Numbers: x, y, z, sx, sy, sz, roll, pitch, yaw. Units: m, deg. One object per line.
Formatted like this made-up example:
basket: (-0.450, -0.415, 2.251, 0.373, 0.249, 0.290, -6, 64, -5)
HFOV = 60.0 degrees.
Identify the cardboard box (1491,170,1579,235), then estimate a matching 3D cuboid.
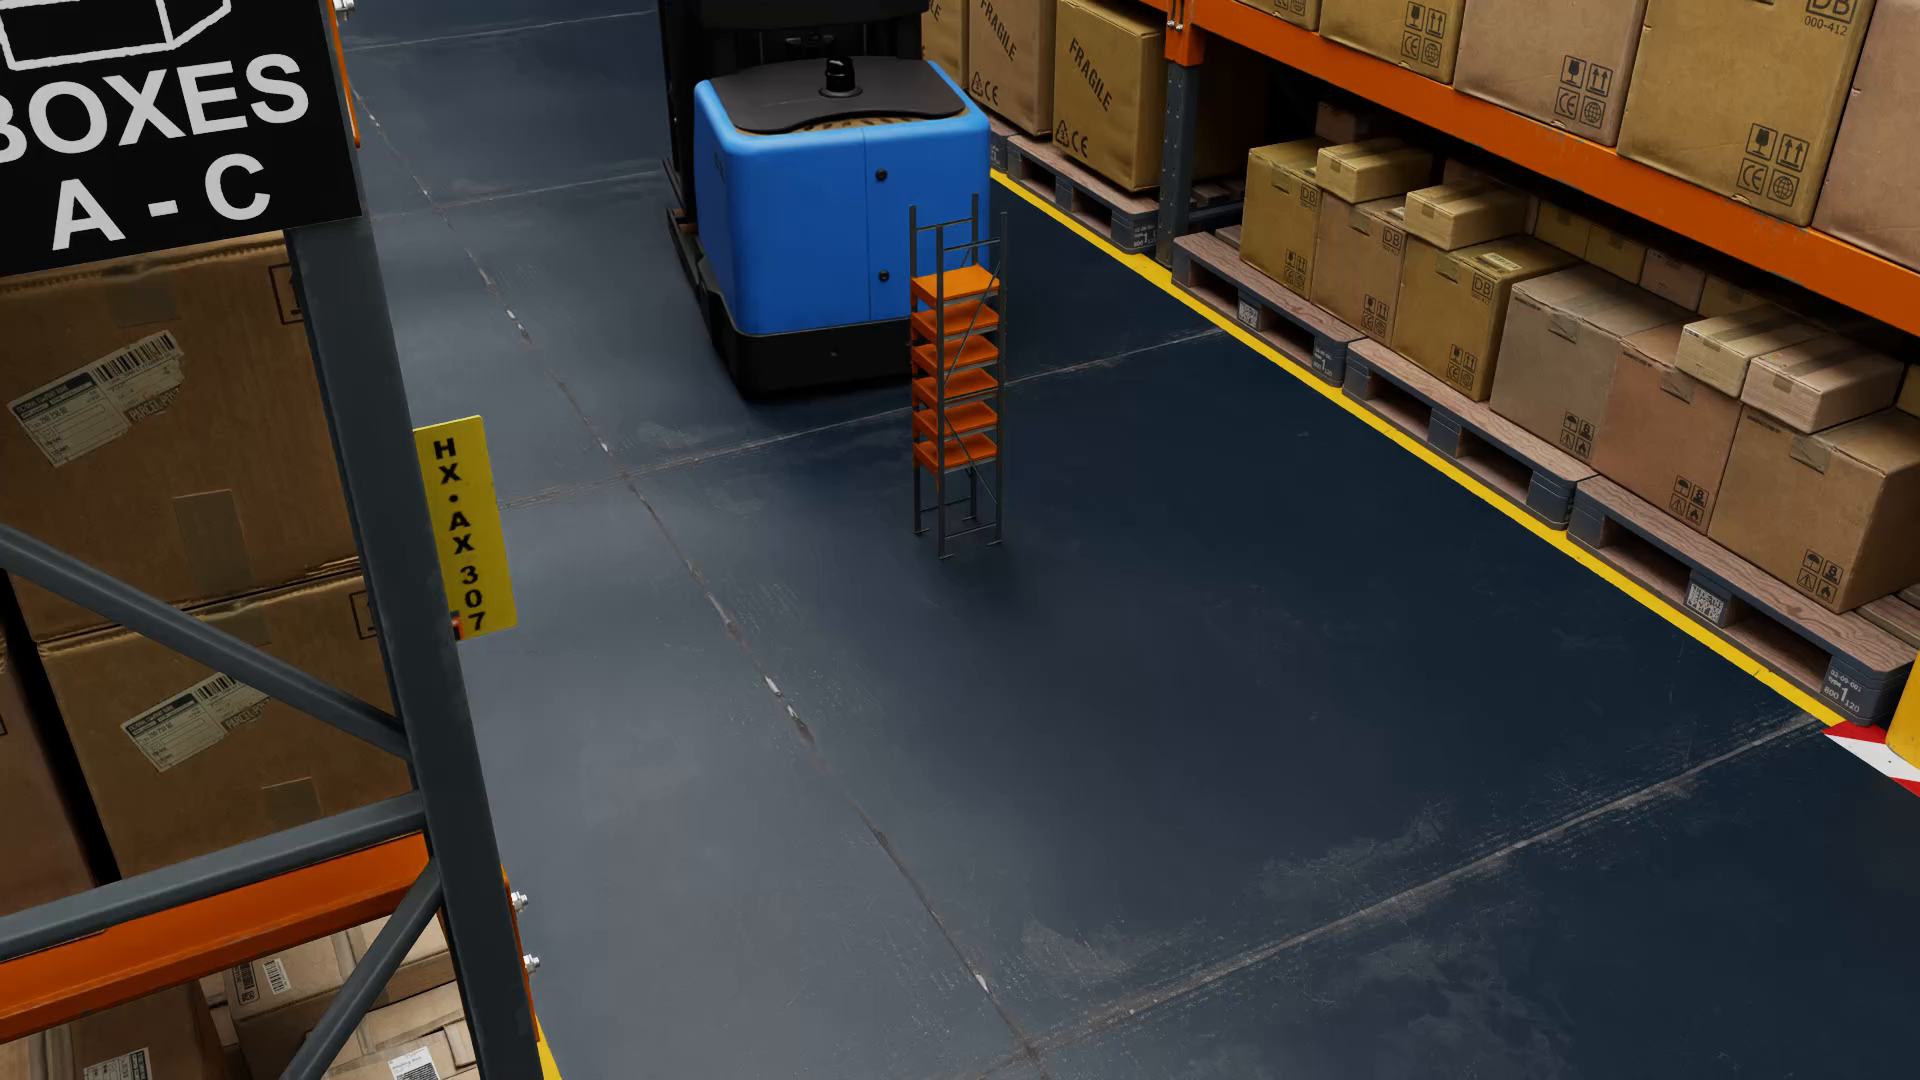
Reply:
cardboard box: (2.237, -1.301, 6.327, 0.380, 0.149, 0.250, -15, 36, -23)

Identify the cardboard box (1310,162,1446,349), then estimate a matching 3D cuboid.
cardboard box: (1.872, -1.166, 6.717, 0.700, 0.500, 0.500, -16, 36, -24)

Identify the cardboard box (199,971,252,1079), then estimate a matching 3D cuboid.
cardboard box: (-1.713, 1.086, 3.492, 0.380, 0.166, 0.250, -16, 36, -23)

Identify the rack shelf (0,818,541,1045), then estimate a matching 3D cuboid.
rack shelf: (-2.065, -0.159, 3.885, 1.077, 0.370, 4.000, -16, 36, -23)

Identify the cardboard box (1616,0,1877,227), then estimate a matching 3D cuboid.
cardboard box: (2.652, -1.467, 4.981, 0.980, 0.700, 0.700, -16, 36, -23)

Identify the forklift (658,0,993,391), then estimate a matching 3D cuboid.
forklift: (-0.771, -2.605, 7.099, 1.130, 2.935, 3.031, -9, 34, -14)

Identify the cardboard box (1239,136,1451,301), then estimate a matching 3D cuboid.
cardboard box: (1.641, -1.406, 7.092, 0.700, 0.500, 0.500, -15, 36, -23)

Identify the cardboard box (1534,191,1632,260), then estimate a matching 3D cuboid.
cardboard box: (2.358, -1.178, 6.135, 0.380, 0.149, 0.250, -17, 36, -24)

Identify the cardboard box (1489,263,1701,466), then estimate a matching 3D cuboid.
cardboard box: (2.365, -0.667, 5.939, 0.700, 0.500, 0.500, -17, 36, -25)

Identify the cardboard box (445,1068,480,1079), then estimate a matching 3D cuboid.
cardboard box: (-1.024, 1.221, 3.298, 0.380, 0.149, 0.250, -16, 36, -23)

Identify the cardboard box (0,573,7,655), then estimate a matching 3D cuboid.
cardboard box: (-1.583, -0.114, 2.128, 0.500, 0.500, 0.500, -16, 36, -24)

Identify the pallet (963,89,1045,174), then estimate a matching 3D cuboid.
pallet: (0.384, -2.423, 9.336, 1.003, 0.211, 1.213, -16, 36, -23)

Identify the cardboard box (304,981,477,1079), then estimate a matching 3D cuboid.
cardboard box: (-1.140, 1.094, 3.480, 0.380, 0.166, 0.250, -16, 36, -23)

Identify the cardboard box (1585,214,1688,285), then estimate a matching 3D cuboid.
cardboard box: (2.476, -1.057, 5.946, 0.380, 0.149, 0.250, -15, 36, -23)

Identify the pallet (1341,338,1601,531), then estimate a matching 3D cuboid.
pallet: (2.241, -0.525, 6.374, 1.003, 0.211, 1.213, -16, 36, -23)

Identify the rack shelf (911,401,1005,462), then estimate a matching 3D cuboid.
rack shelf: (-0.007, -0.374, 5.526, 0.258, 0.103, 0.180, -16, 36, -23)

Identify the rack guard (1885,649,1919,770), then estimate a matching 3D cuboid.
rack guard: (3.259, 0.308, 4.805, 1.175, 0.500, 0.348, -16, 36, -23)

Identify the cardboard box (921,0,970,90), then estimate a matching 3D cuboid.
cardboard box: (0.148, -3.042, 9.320, 0.750, 0.750, 0.750, -16, 36, -23)

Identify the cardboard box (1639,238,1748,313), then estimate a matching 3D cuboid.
cardboard box: (2.596, -0.935, 5.755, 0.380, 0.149, 0.250, -15, 36, -22)

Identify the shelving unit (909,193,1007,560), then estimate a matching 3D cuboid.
shelving unit: (-0.007, -0.512, 5.437, 0.258, 1.200, 0.189, -16, 36, -23)

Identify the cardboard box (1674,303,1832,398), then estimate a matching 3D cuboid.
cardboard box: (2.492, -0.599, 5.231, 0.380, 0.149, 0.250, -15, 36, -22)

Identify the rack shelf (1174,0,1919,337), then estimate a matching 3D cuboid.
rack shelf: (2.315, -1.407, 5.833, 1.077, 0.370, 4.000, -16, 36, -23)

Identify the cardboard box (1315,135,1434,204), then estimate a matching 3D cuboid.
cardboard box: (1.639, -1.470, 6.590, 0.380, 0.149, 0.250, -15, 35, -22)

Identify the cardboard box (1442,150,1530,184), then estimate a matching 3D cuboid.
cardboard box: (2.120, -1.422, 6.515, 0.380, 0.149, 0.250, -17, 36, -25)

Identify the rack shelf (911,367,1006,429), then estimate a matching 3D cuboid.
rack shelf: (-0.007, -0.475, 5.461, 0.258, 0.103, 0.180, -16, 36, -23)

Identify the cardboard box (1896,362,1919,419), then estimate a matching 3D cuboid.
cardboard box: (3.068, -0.453, 5.002, 0.380, 0.149, 0.250, -16, 36, -23)

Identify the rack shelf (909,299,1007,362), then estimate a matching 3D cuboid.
rack shelf: (-0.007, -0.677, 5.332, 0.258, 0.103, 0.180, -16, 36, -23)

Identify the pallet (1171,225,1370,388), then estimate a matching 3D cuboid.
pallet: (1.668, -1.108, 7.283, 1.003, 0.211, 1.213, -16, 36, -23)

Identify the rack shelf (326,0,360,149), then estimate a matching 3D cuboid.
rack shelf: (-2.065, -1.422, 3.076, 1.077, 0.370, 4.000, -16, 36, -23)

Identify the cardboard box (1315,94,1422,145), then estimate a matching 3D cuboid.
cardboard box: (1.749, -1.798, 7.103, 0.380, 0.149, 0.250, -16, 36, -23)

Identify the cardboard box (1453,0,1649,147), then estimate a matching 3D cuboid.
cardboard box: (2.305, -1.833, 5.553, 0.980, 0.700, 0.700, -18, 37, -25)

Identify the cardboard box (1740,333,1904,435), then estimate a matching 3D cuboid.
cardboard box: (2.612, -0.477, 5.041, 0.380, 0.149, 0.250, -16, 36, -24)

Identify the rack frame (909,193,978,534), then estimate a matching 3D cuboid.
rack frame: (-0.049, -0.556, 5.505, 0.240, 1.200, 0.006, -16, 36, -23)

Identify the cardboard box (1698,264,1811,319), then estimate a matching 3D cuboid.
cardboard box: (2.715, -0.814, 5.566, 0.380, 0.149, 0.250, -16, 36, -23)

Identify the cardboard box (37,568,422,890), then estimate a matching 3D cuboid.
cardboard box: (-1.106, 0.172, 2.608, 0.500, 0.500, 0.500, -15, 36, -22)

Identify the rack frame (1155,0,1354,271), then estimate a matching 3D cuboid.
rack frame: (1.383, -2.665, 7.128, 1.000, 3.000, 0.127, -16, 36, -23)

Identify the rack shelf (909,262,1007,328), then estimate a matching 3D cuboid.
rack shelf: (-0.007, -0.778, 5.267, 0.258, 0.103, 0.180, -16, 36, -23)

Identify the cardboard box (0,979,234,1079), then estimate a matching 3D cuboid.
cardboard box: (-1.604, 1.162, 3.065, 0.500, 0.500, 0.500, -16, 36, -23)

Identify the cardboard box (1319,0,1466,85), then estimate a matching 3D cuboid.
cardboard box: (1.957, -2.178, 6.091, 0.980, 0.700, 0.700, -17, 36, -24)

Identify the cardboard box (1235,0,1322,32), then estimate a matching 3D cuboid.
cardboard box: (1.621, -2.528, 6.637, 0.980, 0.700, 0.700, -15, 36, -22)

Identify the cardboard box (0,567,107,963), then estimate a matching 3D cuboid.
cardboard box: (-1.582, 0.305, 2.401, 0.500, 0.500, 0.500, -15, 35, -22)

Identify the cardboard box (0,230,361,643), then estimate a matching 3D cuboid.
cardboard box: (-1.106, -0.249, 2.339, 0.500, 0.500, 0.500, -15, 35, -22)

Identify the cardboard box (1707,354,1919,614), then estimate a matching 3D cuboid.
cardboard box: (2.833, -0.189, 5.192, 0.700, 0.500, 0.500, -16, 36, -23)

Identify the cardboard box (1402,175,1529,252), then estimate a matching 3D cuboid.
cardboard box: (1.883, -1.221, 6.202, 0.380, 0.149, 0.250, -17, 36, -24)

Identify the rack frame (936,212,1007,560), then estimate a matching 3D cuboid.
rack frame: (0.036, -0.468, 5.369, 0.240, 1.200, 0.006, -16, 36, -23)

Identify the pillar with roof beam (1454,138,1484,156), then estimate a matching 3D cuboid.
pillar with roof beam: (-1.334, -3.991, 3.638, 9.100, 9.000, 0.400, -16, 36, -23)

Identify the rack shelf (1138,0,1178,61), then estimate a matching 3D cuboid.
rack shelf: (0.450, -3.316, 8.812, 1.077, 0.370, 4.000, -16, 36, -23)

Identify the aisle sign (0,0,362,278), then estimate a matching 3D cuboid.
aisle sign: (-0.841, -0.644, 1.564, 0.394, 0.787, 0.004, -16, 36, -23)

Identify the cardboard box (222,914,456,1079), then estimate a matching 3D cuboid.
cardboard box: (-1.368, 0.895, 3.713, 0.500, 0.250, 0.500, -16, 36, -23)

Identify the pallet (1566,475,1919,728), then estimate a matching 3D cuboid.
pallet: (2.806, 0.057, 5.466, 1.003, 0.211, 1.213, -16, 36, -23)

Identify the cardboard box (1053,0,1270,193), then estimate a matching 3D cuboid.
cardboard box: (0.965, -2.214, 8.028, 0.750, 0.750, 0.750, -15, 36, -23)

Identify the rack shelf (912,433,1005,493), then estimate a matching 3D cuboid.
rack shelf: (-0.007, -0.273, 5.591, 0.258, 0.103, 0.180, -16, 36, -23)

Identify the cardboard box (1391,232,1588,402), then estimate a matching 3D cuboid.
cardboard box: (2.110, -0.920, 6.333, 0.700, 0.500, 0.500, -15, 36, -22)

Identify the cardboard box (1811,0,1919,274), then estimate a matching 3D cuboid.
cardboard box: (3.001, -1.123, 4.444, 0.980, 0.700, 0.700, -14, 35, -21)

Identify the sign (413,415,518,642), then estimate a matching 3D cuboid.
sign: (-0.653, -0.009, 2.181, 0.100, 0.325, 0.005, -16, 36, -23)

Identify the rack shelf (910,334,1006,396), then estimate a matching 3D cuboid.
rack shelf: (-0.007, -0.576, 5.396, 0.258, 0.103, 0.180, -16, 36, -23)

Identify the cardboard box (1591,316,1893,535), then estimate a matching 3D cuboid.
cardboard box: (2.600, -0.428, 5.565, 0.700, 0.500, 0.500, -16, 36, -23)

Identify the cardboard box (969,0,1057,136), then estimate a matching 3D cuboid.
cardboard box: (0.548, -2.637, 8.689, 0.750, 0.750, 0.750, -15, 35, -22)

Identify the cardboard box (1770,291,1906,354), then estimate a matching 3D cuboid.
cardboard box: (2.831, -0.694, 5.379, 0.380, 0.149, 0.250, -16, 36, -23)

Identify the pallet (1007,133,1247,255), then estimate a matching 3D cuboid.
pallet: (0.957, -1.840, 8.426, 1.003, 0.211, 1.213, -16, 36, -23)
